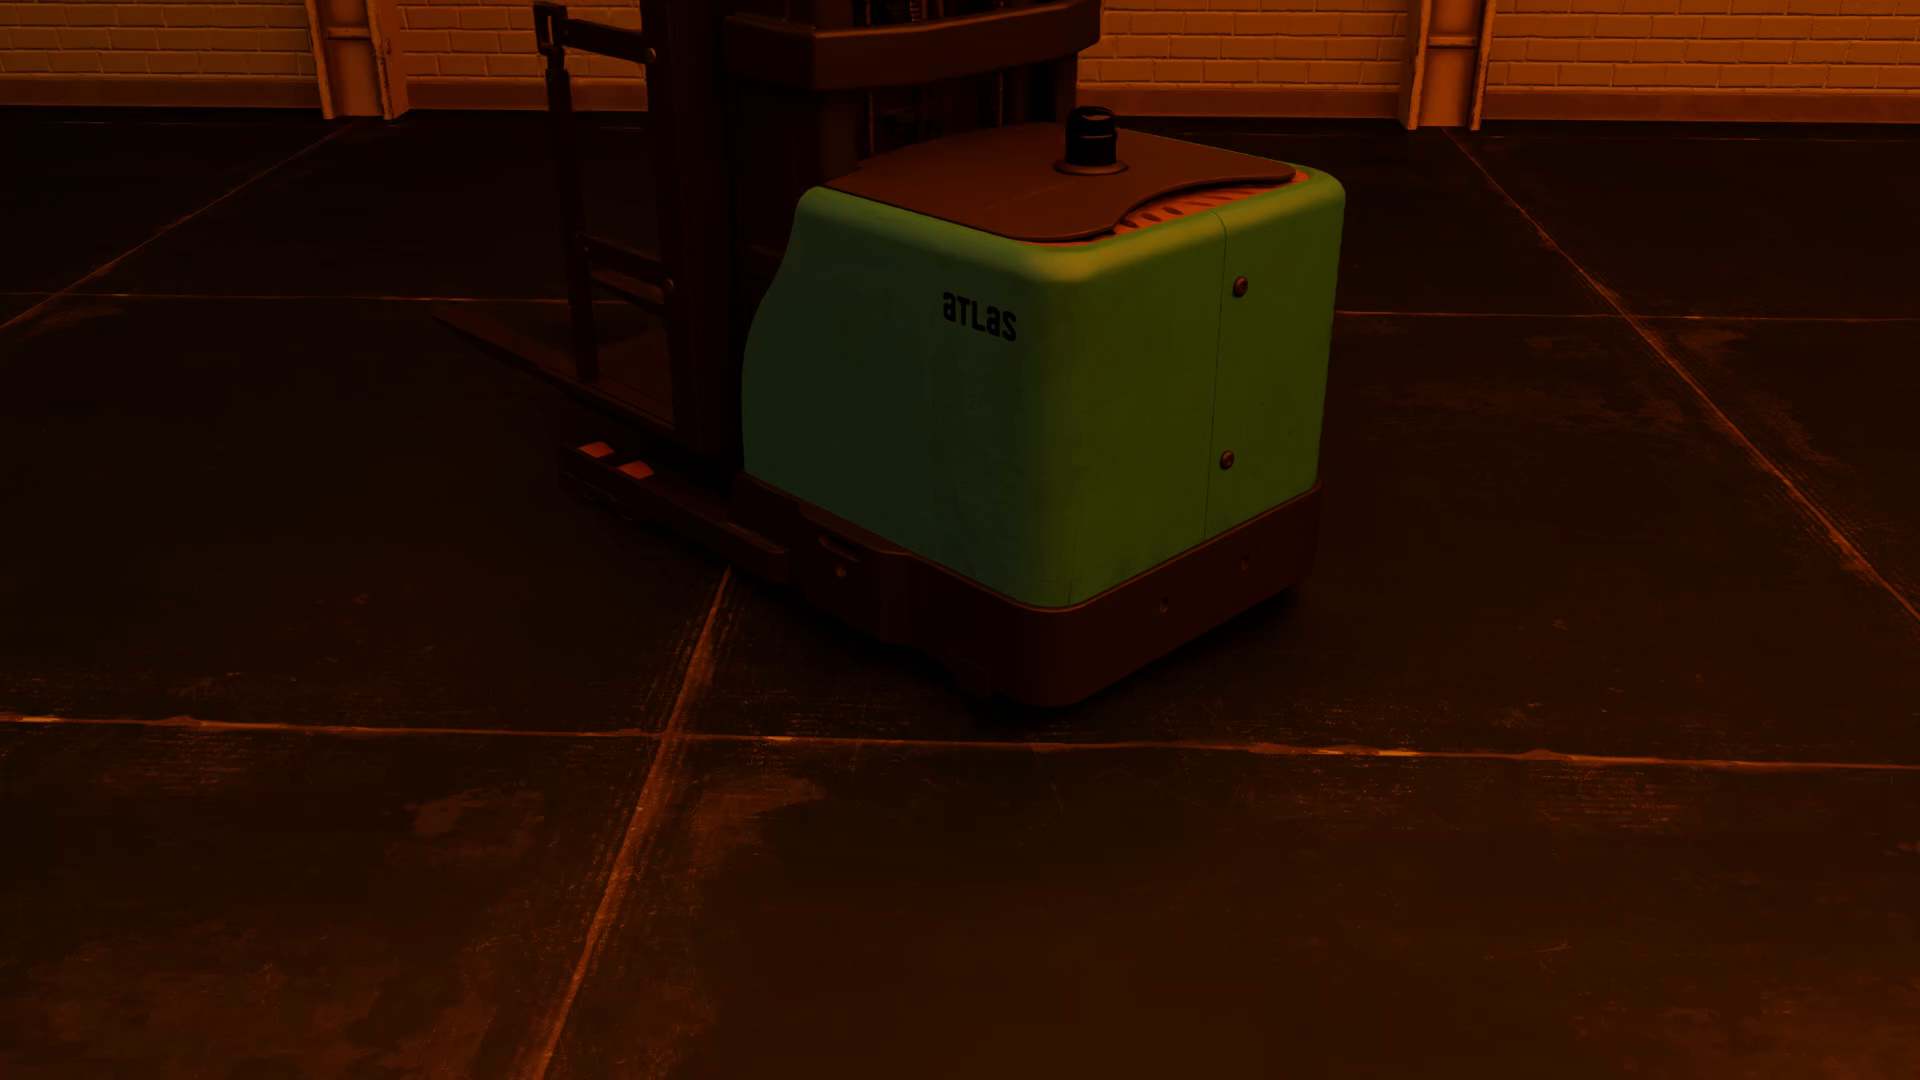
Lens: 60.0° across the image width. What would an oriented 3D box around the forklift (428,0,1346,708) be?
[{"bbox_3d":[-0.490,-1.507,4.263,1.130,2.935,3.031,-23,35,-39],"label":"forklift"}]
